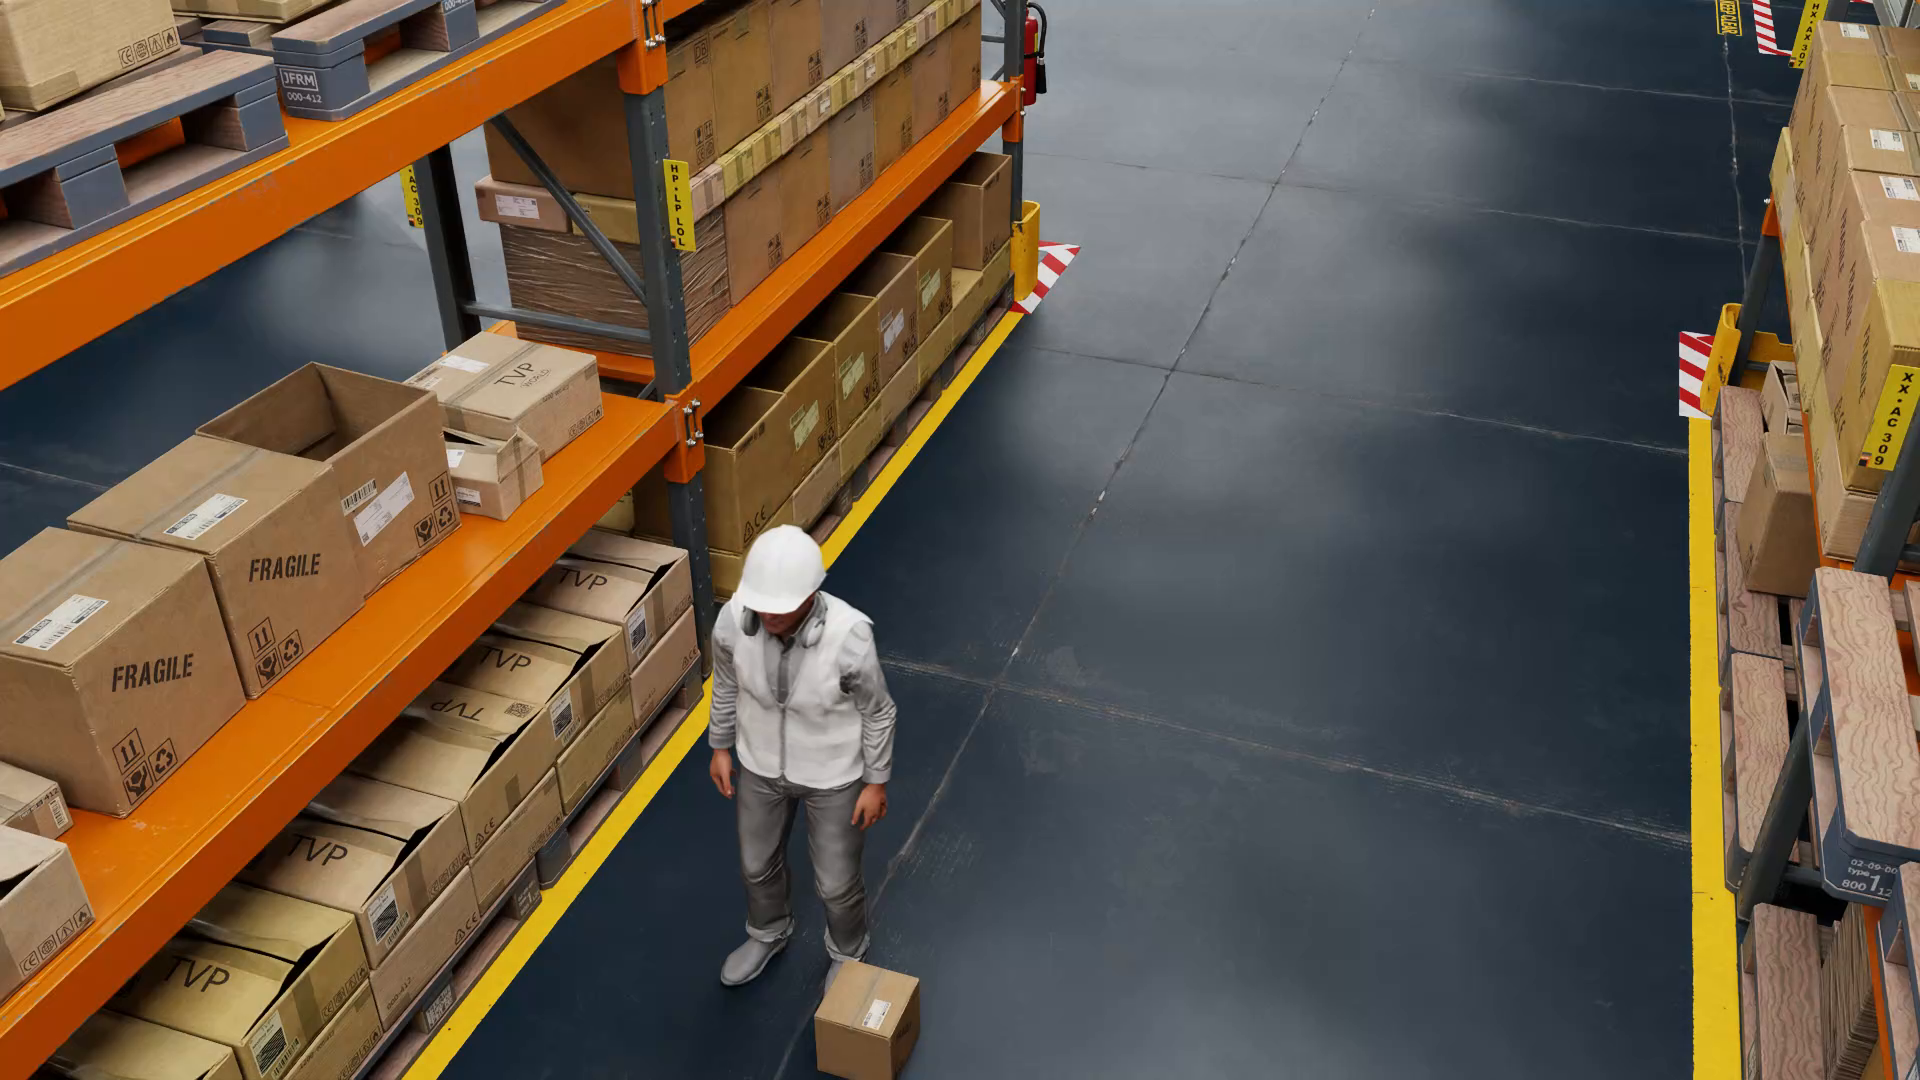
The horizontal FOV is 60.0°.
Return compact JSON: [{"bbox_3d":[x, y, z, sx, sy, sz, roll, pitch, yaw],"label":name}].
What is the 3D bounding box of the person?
[{"bbox_3d":[-0.484,0.687,5.059,0.587,1.771,0.466,11,35,16],"label":"person"}]
